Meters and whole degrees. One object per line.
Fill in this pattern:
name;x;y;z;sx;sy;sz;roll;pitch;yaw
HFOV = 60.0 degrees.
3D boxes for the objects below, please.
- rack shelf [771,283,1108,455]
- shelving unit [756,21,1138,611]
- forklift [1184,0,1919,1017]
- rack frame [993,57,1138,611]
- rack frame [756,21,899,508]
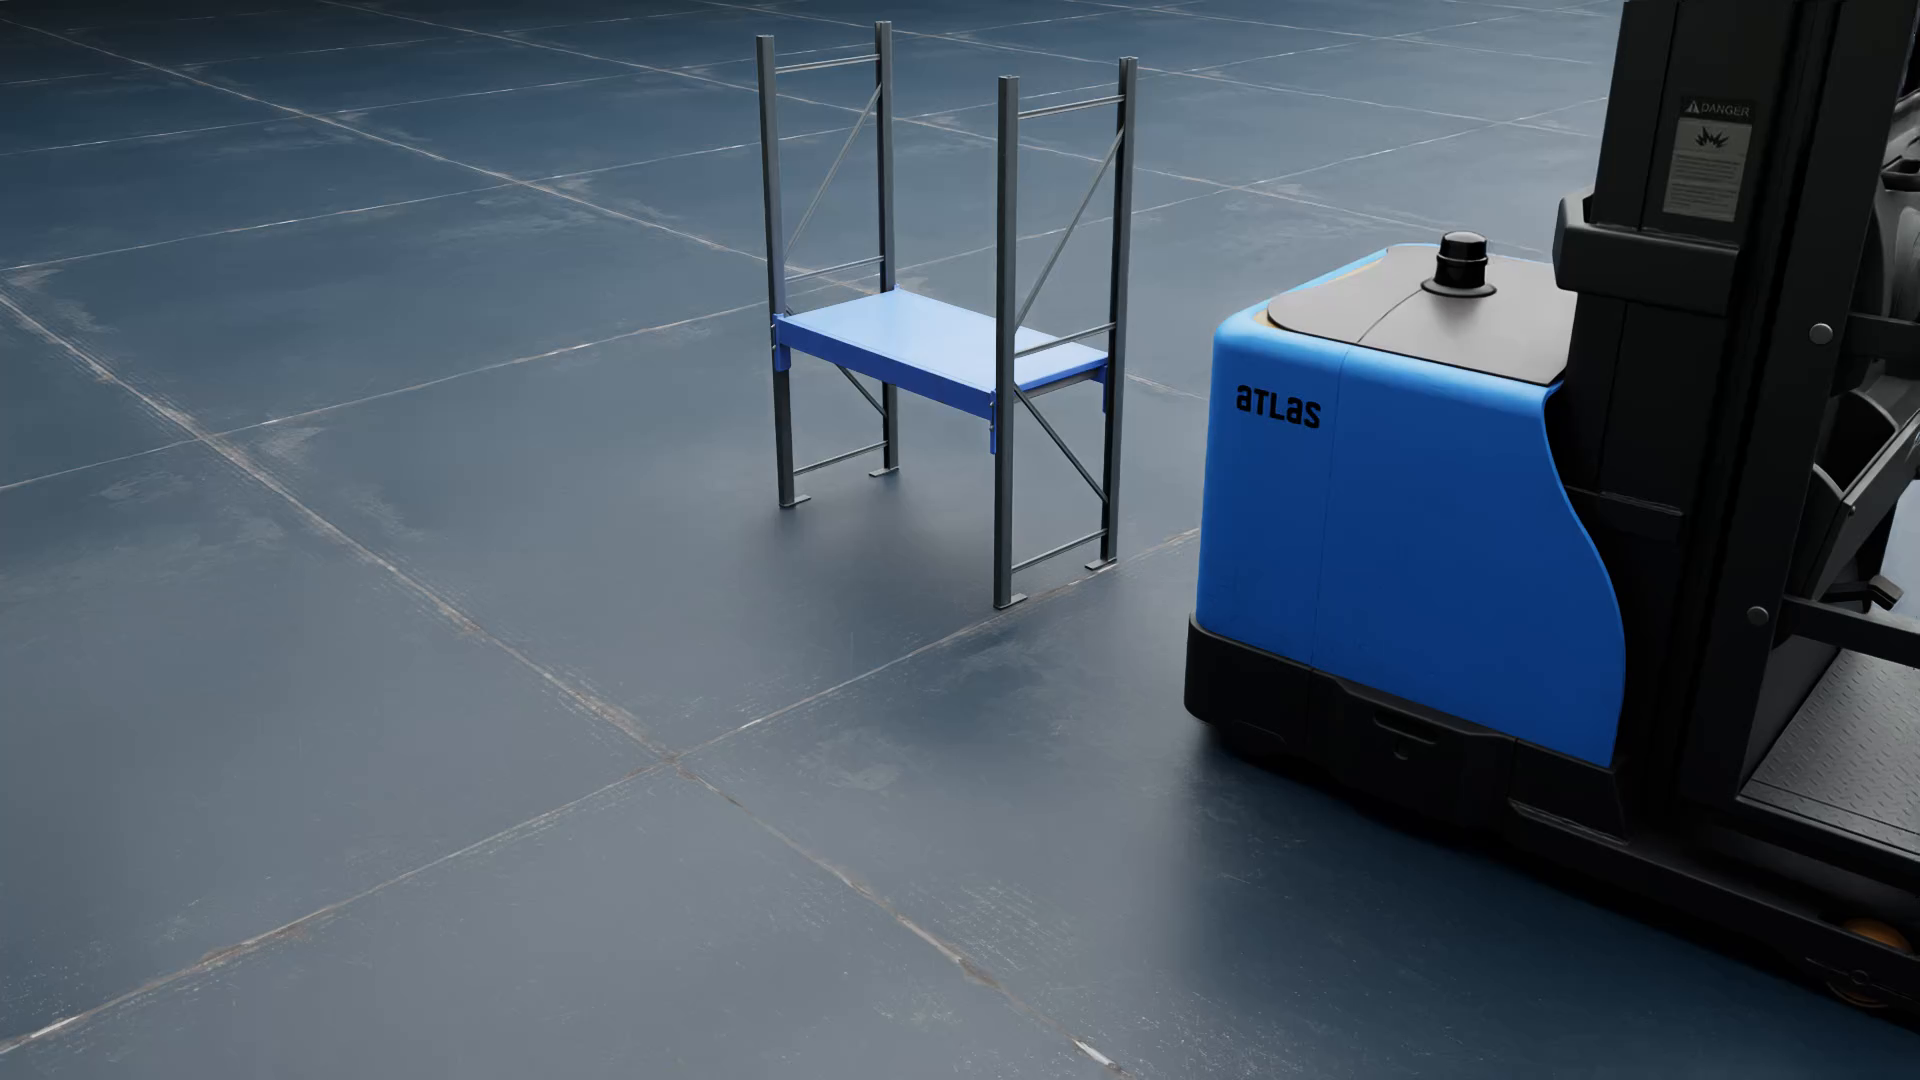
rack shelf;-0.058;-0.545;5.070;0.538;0.185;1.000;-21;32;-38
shelving unit;-0.058;-0.708;4.995;0.538;1.500;1.048;-21;32;-38
forklift;2.022;-0.619;3.076;3.031;2.935;1.130;19;31;35
rack frame;0.289;-0.554;4.658;0.500;1.500;0.032;-21;32;-38
rack frame;-0.406;-0.862;5.333;0.500;1.500;0.032;-21;32;-38
